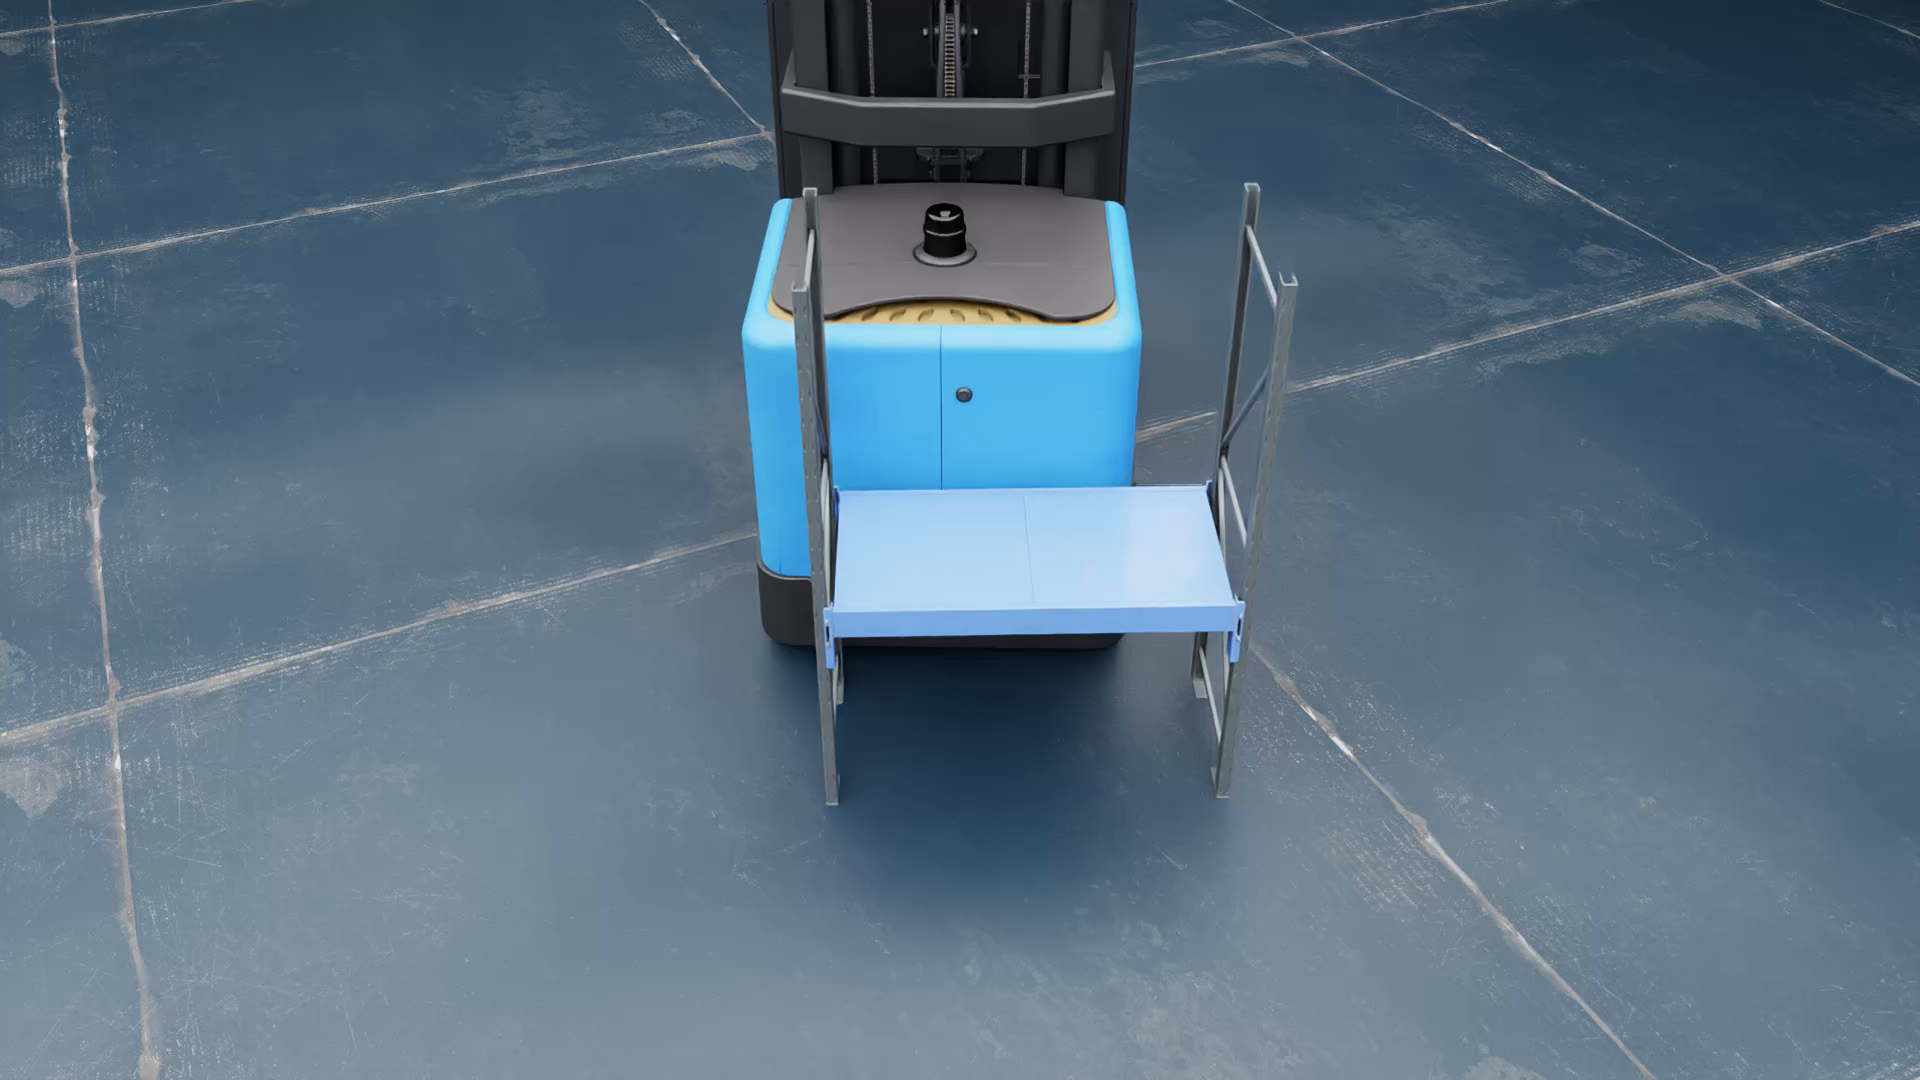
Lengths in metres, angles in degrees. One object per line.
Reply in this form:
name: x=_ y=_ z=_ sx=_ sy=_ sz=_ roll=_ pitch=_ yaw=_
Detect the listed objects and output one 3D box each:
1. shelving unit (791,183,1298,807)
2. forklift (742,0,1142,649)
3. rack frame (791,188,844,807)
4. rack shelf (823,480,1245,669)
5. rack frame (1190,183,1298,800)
shelving unit: x=0.170 y=-0.067 z=4.081 sx=1.048 sy=1.500 sz=0.538 roll=-1 pitch=37 yaw=-1
forklift: x=-0.019 y=-1.717 z=5.104 sx=1.130 sy=2.935 sz=3.031 roll=1 pitch=37 yaw=1
rack frame: x=-0.338 y=-0.059 z=4.070 sx=0.032 sy=1.500 sz=0.500 roll=-1 pitch=37 yaw=-1
rack shelf: x=0.170 y=0.078 z=4.188 sx=1.000 sy=0.185 sz=0.538 roll=-1 pitch=37 yaw=-1
rack frame: x=0.679 y=-0.074 z=4.091 sx=0.032 sy=1.500 sz=0.500 roll=-1 pitch=37 yaw=-1
